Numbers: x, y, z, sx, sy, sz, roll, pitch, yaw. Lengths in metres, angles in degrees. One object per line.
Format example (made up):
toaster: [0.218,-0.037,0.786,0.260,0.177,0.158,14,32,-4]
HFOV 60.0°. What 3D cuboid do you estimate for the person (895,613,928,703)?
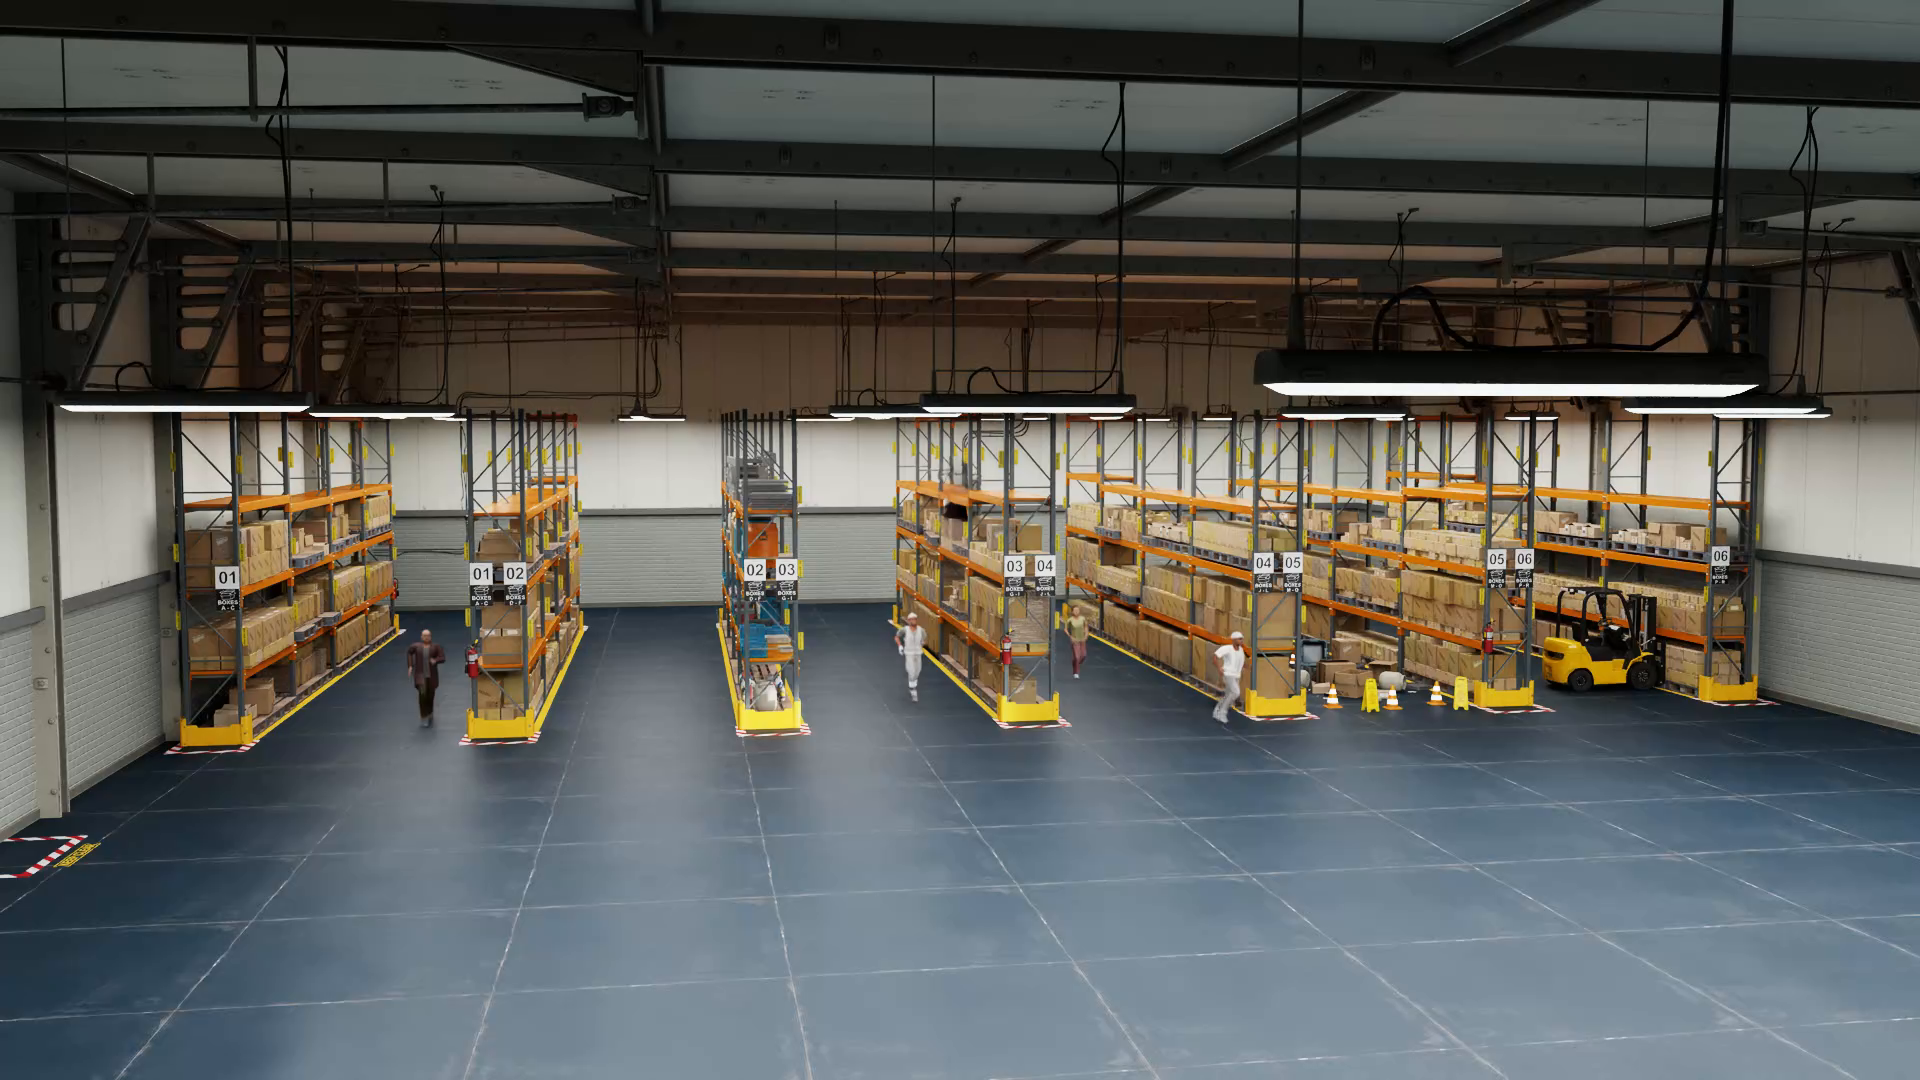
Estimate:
person: [-0.974,2.409,34.479,0.645,1.807,0.848,-1,4,-20]

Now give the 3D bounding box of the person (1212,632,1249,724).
person: [5.231,2.636,32.045,0.737,1.737,0.690,-4,6,-44]

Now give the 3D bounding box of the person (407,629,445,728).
person: [-10.167,2.621,31.713,0.666,1.847,0.937,-2,4,-24]

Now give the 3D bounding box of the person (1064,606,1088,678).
person: [2.645,2.294,37.580,0.584,1.633,0.535,-1,4,-13]
